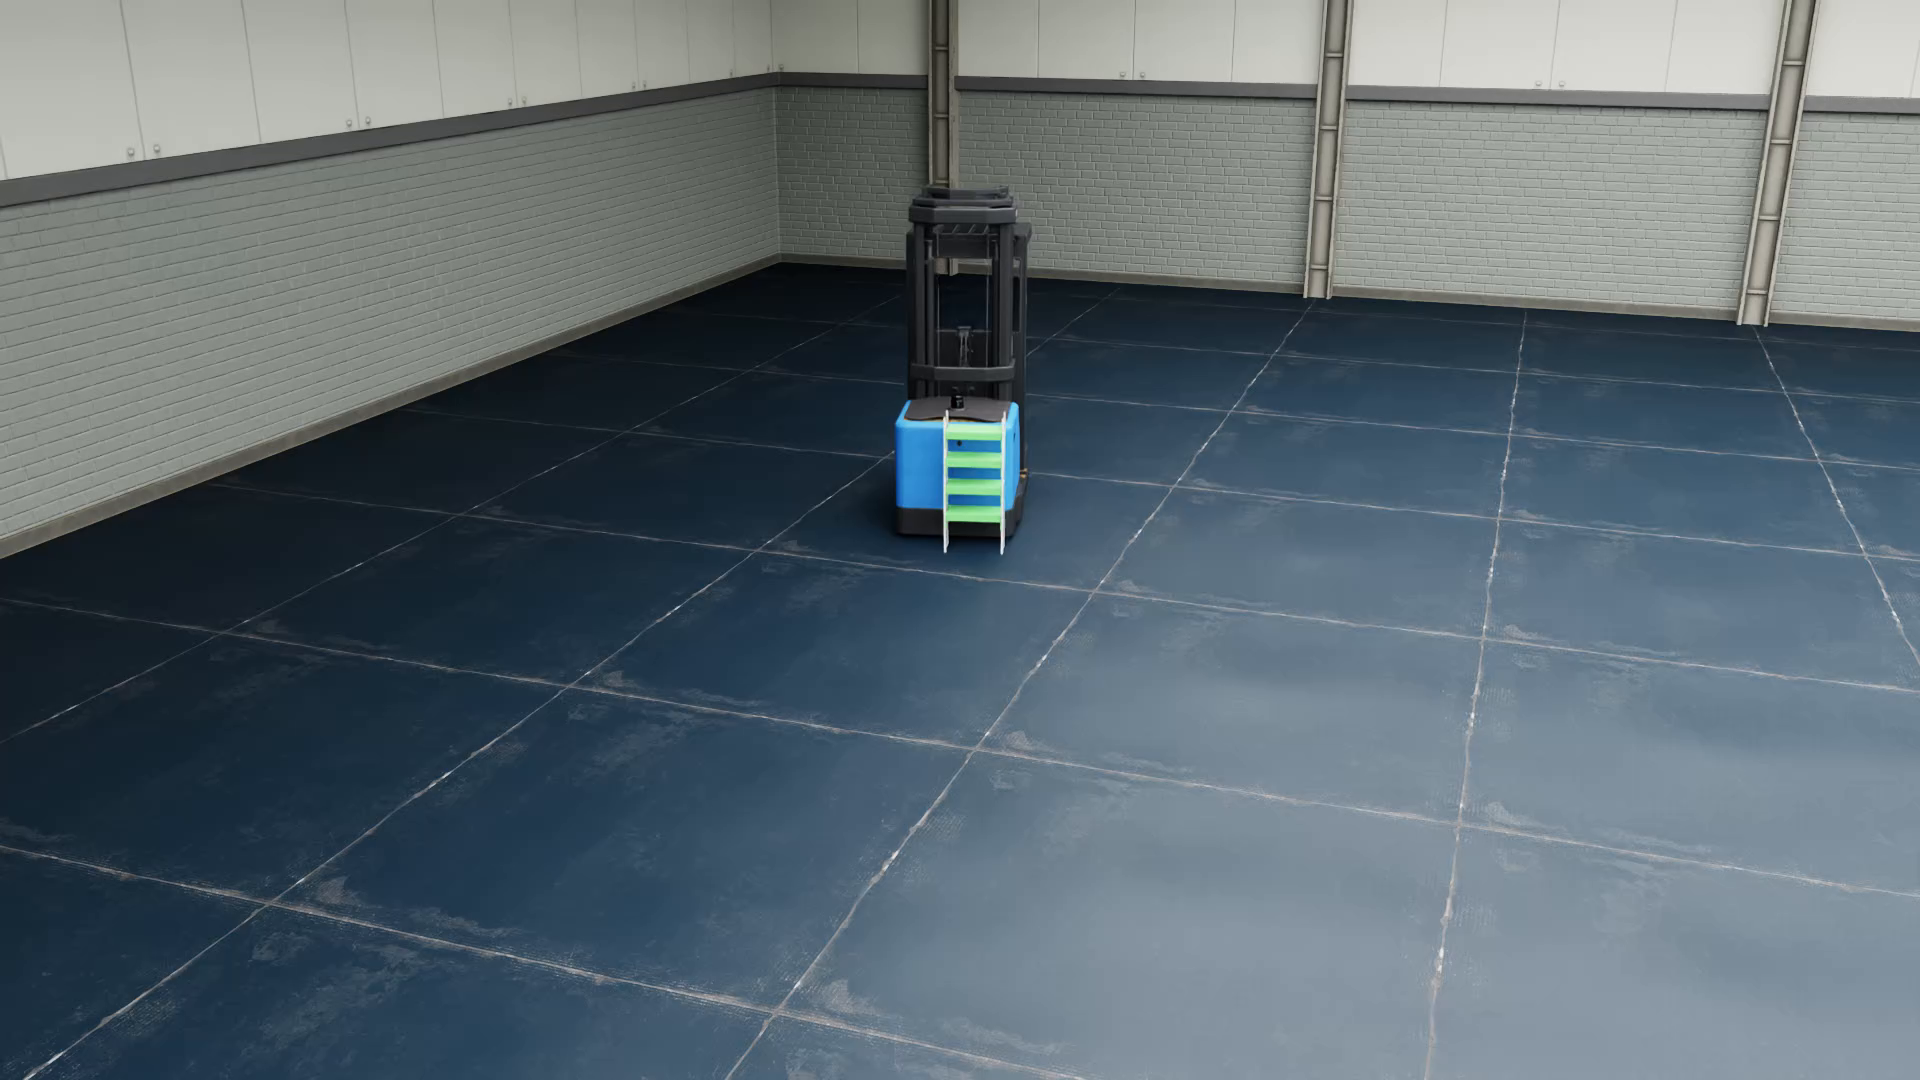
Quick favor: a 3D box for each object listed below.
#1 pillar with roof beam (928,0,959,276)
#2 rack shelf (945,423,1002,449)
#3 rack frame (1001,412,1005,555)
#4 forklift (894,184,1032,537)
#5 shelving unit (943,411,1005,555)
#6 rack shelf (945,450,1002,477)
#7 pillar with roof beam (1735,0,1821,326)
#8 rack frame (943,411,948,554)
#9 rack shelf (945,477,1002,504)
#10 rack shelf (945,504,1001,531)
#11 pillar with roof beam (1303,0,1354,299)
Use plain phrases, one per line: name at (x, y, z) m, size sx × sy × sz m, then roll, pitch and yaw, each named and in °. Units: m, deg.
pillar with roof beam at (-1.673, -7.240, 21.675) m, size 0.400 × 9.000 × 9.100 m, roll 7°, pitch 20°, yaw 18°
rack shelf at (0.123, -0.874, 13.997) m, size 0.480 × 0.148 × 0.258 m, roll 2°, pitch 19°, yaw 5°
rack frame at (0.366, -0.474, 14.114) m, size 0.015 × 1.200 × 0.240 m, roll 2°, pitch 19°, yaw 5°
forklift at (0.085, -1.849, 15.427) m, size 1.130 × 2.935 × 3.031 m, roll 2°, pitch 19°, yaw 5°
shelving unit at (0.123, -0.481, 14.134) m, size 0.503 × 1.200 × 0.258 m, roll 2°, pitch 19°, yaw 5°
rack shelf at (0.123, -0.648, 14.076) m, size 0.480 × 0.148 × 0.258 m, roll 2°, pitch 19°, yaw 5°
pillar with roof beam at (9.663, -5.944, 17.956) m, size 0.400 × 9.000 × 9.100 m, roll 7°, pitch 20°, yaw 18°
rack frame at (-0.121, -0.489, 14.155) m, size 0.015 × 1.200 × 0.240 m, roll 2°, pitch 19°, yaw 5°
rack shelf at (0.123, -0.421, 14.155) m, size 0.480 × 0.148 × 0.258 m, roll 2°, pitch 19°, yaw 5°
rack shelf at (0.123, -0.194, 14.234) m, size 0.480 × 0.148 × 0.258 m, roll 2°, pitch 19°, yaw 5°
pillar with roof beam at (3.995, -6.592, 19.815) m, size 0.400 × 9.000 × 9.100 m, roll 7°, pitch 20°, yaw 18°
